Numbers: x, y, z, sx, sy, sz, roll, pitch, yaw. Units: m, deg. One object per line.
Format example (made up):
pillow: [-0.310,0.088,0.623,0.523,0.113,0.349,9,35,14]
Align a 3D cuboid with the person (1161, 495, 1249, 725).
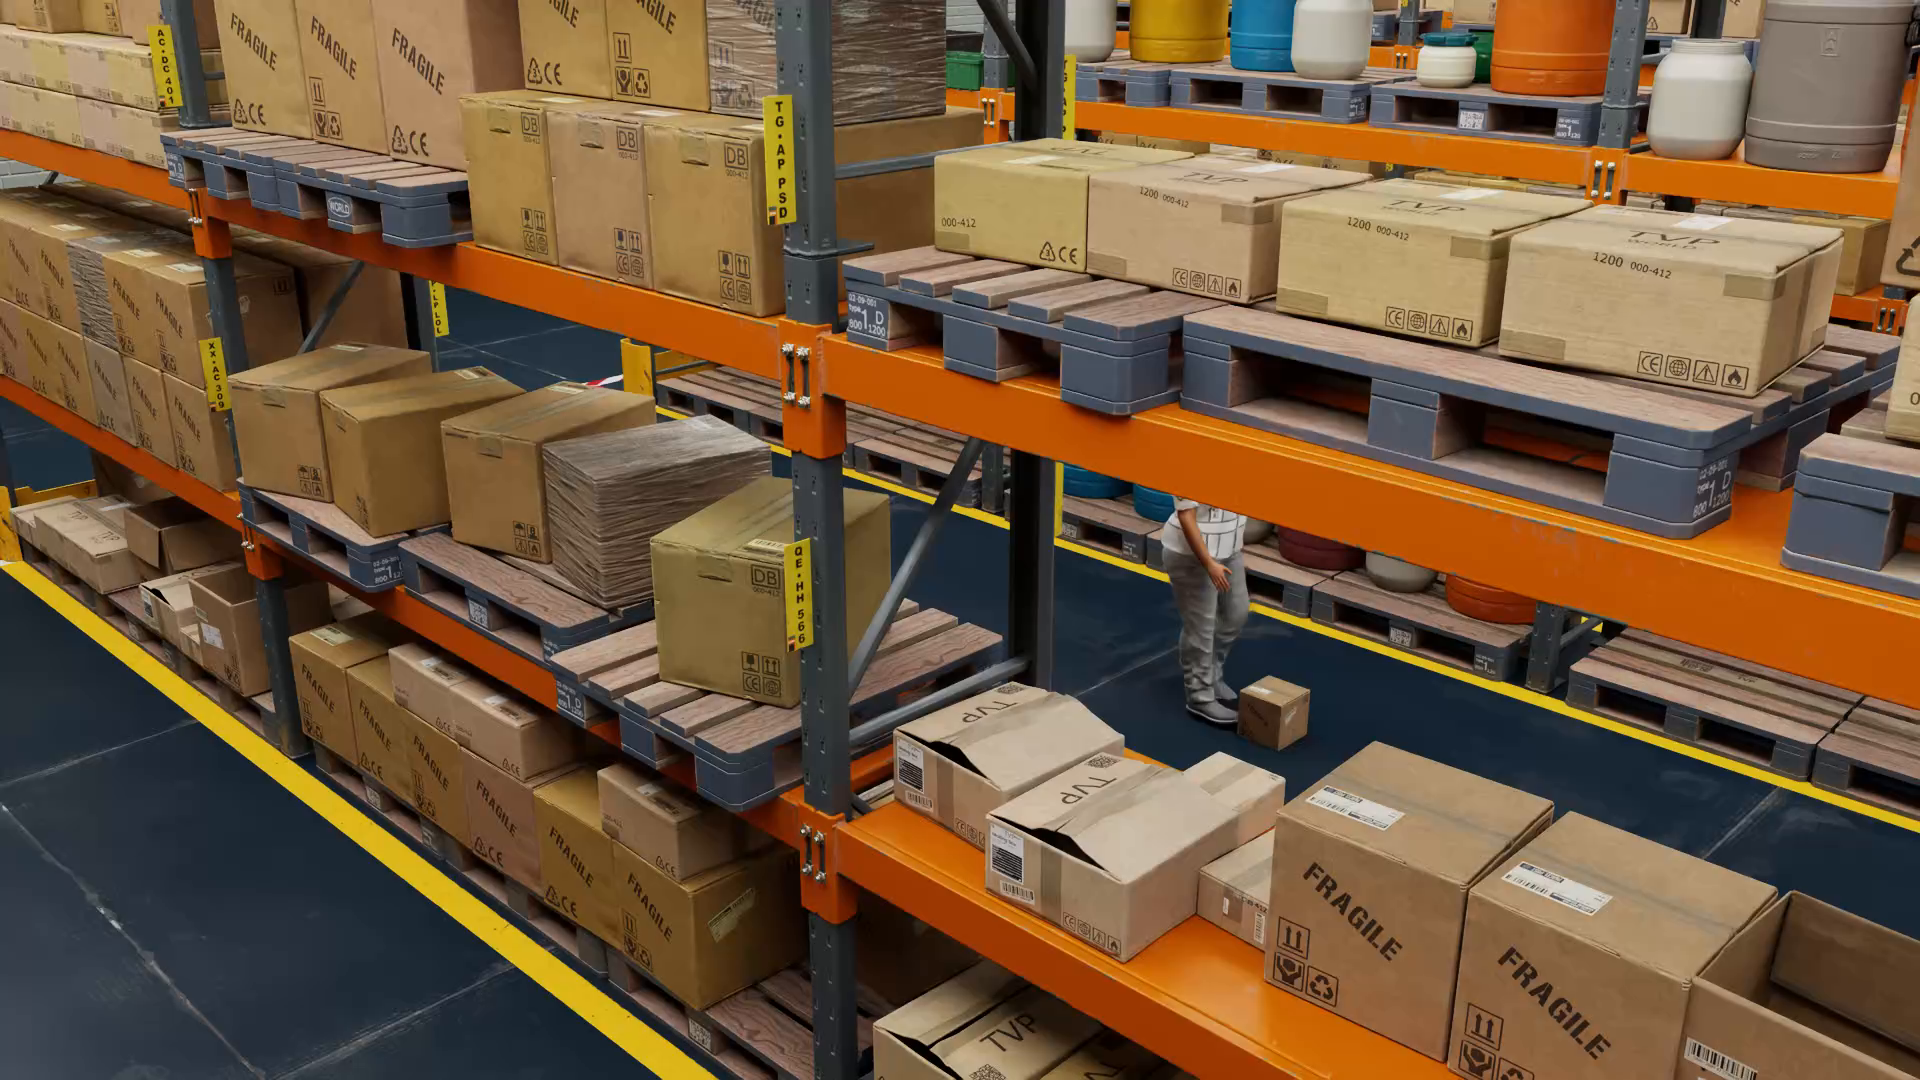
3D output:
person: [1.271,0.107,8.331,0.500,1.723,0.513,15,25,35]
